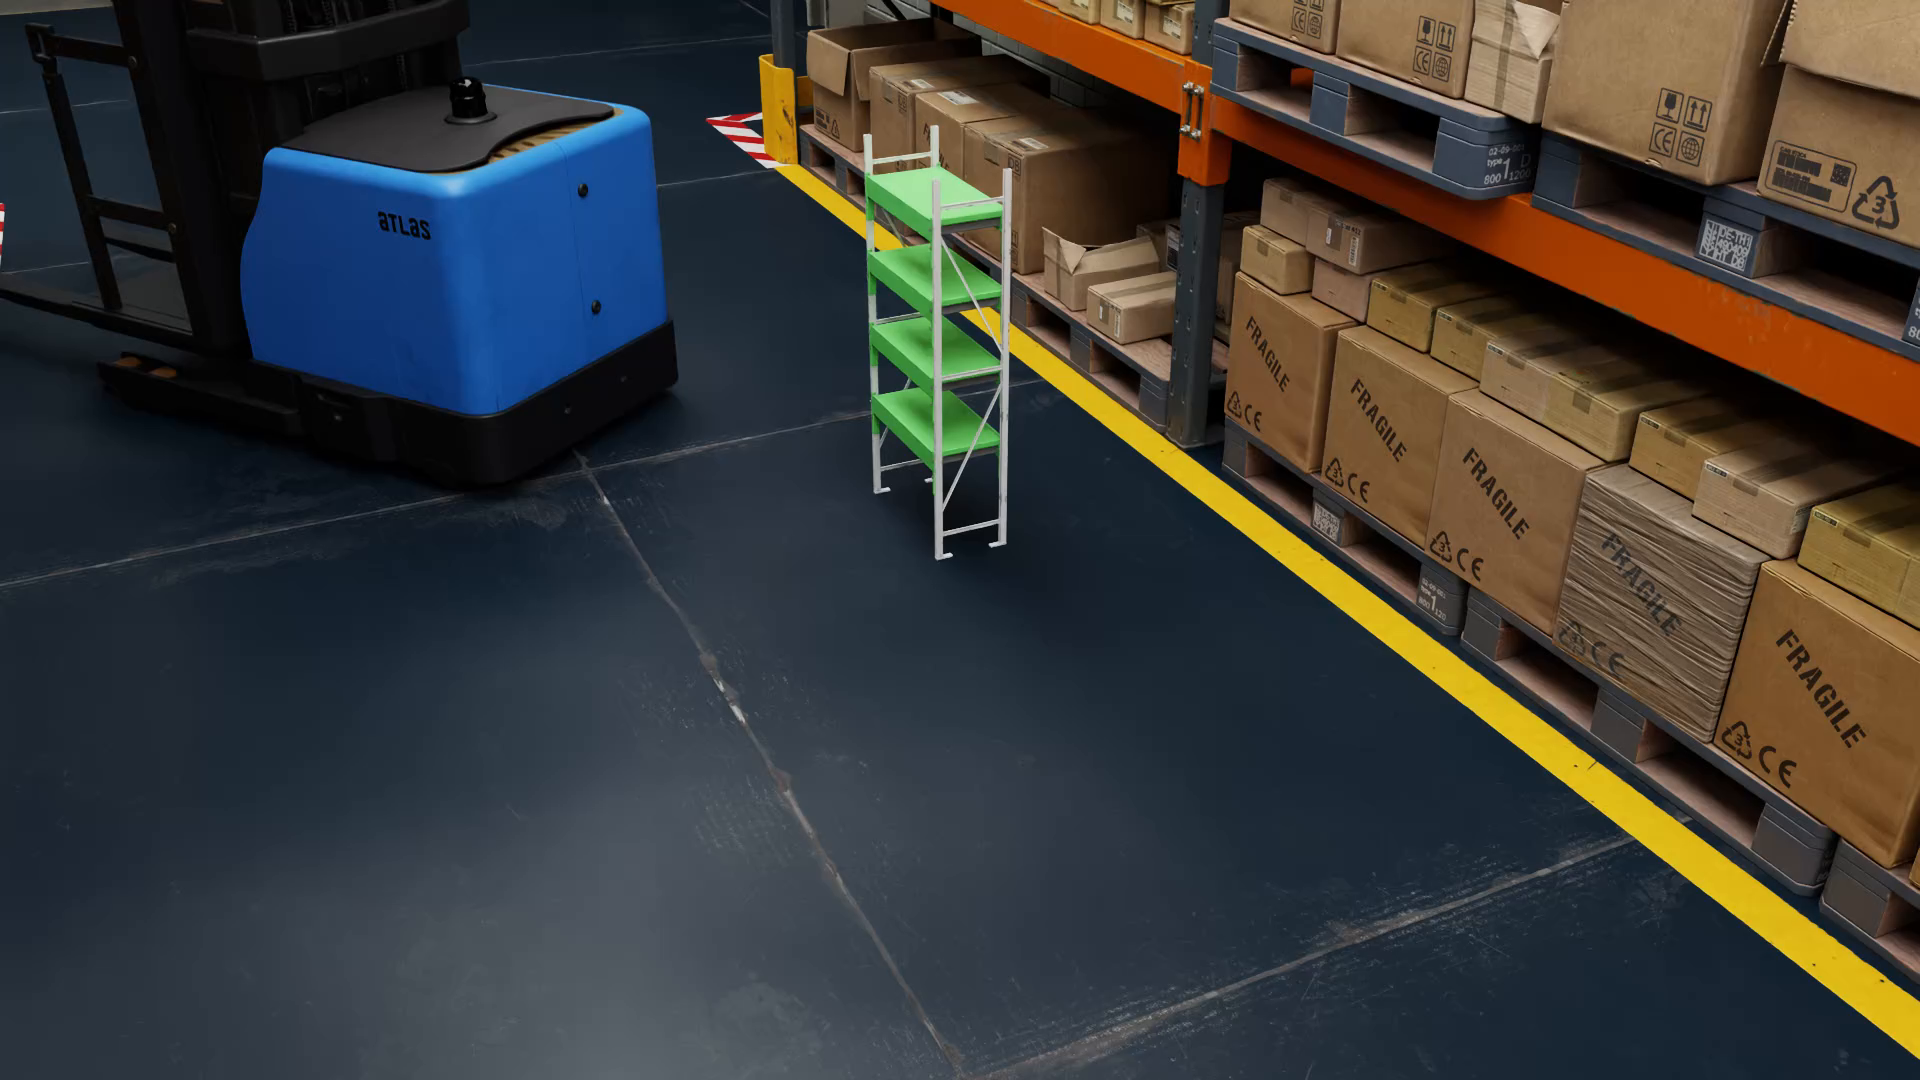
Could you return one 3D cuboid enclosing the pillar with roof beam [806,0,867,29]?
[{"bbox_3d":[-4.744,-6.607,7.832,9.100,9.000,0.400,-13,32,-22],"label":"pillar with roof beam"}]

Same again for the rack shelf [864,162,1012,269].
[{"bbox_3d":[-0.071,-0.959,4.883,0.258,0.148,0.480,-13,32,-22],"label":"rack shelf"}]

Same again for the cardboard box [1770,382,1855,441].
[{"bbox_3d":[2.298,-0.340,4.253,0.380,0.149,0.250,-14,32,-24],"label":"cardboard box"}]

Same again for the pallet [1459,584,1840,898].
[{"bbox_3d":[2.116,0.360,4.392,1.003,0.211,1.213,-13,32,-22],"label":"pallet"}]

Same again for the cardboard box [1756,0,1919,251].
[{"bbox_3d":[2.054,-0.891,3.237,0.797,0.503,0.637,-14,32,-23],"label":"cardboard box"}]

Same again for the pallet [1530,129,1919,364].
[{"bbox_3d":[2.083,-0.755,3.725,1.003,0.211,1.213,-13,32,-22],"label":"pallet"}]

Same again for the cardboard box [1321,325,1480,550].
[{"bbox_3d":[1.446,-0.346,4.927,0.500,0.500,0.500,-14,32,-23],"label":"cardboard box"}]

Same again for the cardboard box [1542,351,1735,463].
[{"bbox_3d":[1.735,-0.345,4.262,0.380,0.149,0.250,-12,31,-20],"label":"cardboard box"}]

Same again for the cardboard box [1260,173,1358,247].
[{"bbox_3d":[1.173,-1.051,5.217,0.380,0.149,0.250,-14,32,-23],"label":"cardboard box"}]

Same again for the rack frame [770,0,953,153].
[{"bbox_3d":[-0.513,-3.514,8.450,1.000,3.000,0.127,-13,32,-22],"label":"rack frame"}]

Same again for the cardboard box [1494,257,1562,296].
[{"bbox_3d":[1.853,-0.800,5.074,0.380,0.149,0.250,-13,32,-21],"label":"cardboard box"}]

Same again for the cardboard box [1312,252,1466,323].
[{"bbox_3d":[1.307,-0.803,5.078,0.380,0.149,0.250,-14,32,-23],"label":"cardboard box"}]

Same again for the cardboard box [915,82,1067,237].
[{"bbox_3d":[0.133,-1.677,7.300,0.500,0.500,0.500,-12,32,-21],"label":"cardboard box"}]

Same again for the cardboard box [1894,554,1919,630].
[{"bbox_3d":[2.190,0.113,3.445,0.380,0.149,0.250,-12,31,-21],"label":"cardboard box"}]

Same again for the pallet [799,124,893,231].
[{"bbox_3d":[-0.137,-1.912,8.445,1.003,0.211,1.213,-13,32,-22],"label":"pallet"}]

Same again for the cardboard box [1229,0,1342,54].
[{"bbox_3d":[1.210,-1.713,4.707,0.700,0.500,0.500,-12,32,-21],"label":"cardboard box"}]

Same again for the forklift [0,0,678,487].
[{"bbox_3d":[-2.591,-1.954,5.738,3.031,2.935,1.130,15,32,24],"label":"forklift"}]

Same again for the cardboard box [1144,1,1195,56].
[{"bbox_3d":[0.840,-1.726,5.517,0.380,0.149,0.250,-13,32,-21],"label":"cardboard box"}]

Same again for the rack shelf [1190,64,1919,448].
[{"bbox_3d":[2.063,-0.550,3.900,1.077,0.370,4.000,-13,32,-22],"label":"rack shelf"}]

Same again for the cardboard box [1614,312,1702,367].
[{"bbox_3d":[2.056,-0.560,4.645,0.380,0.149,0.250,-12,32,-21],"label":"cardboard box"}]

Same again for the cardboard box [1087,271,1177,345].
[{"bbox_3d":[0.700,-0.871,6.223,0.380,0.149,0.250,-14,32,-23],"label":"cardboard box"}]

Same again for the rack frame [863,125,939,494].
[{"bbox_3d":[-0.176,-0.704,5.279,0.240,1.200,0.015,-13,32,-22],"label":"rack frame"}]

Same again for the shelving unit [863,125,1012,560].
[{"bbox_3d":[-0.071,-0.596,5.087,0.258,1.200,0.503,-13,32,-22],"label":"shelving unit"}]

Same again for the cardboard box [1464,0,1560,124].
[{"bbox_3d":[1.454,-1.178,3.991,0.396,0.266,0.258,-12,31,-20],"label":"cardboard box"}]

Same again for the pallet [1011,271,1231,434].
[{"bbox_3d":[0.911,-0.835,6.523,1.003,0.211,1.213,-13,32,-22],"label":"pallet"}]

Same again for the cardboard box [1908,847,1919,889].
[{"bbox_3d":[2.341,0.562,3.308,0.500,0.500,0.500,-14,32,-23],"label":"cardboard box"}]

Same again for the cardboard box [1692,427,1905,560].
[{"bbox_3d":[1.937,-0.113,3.847,0.380,0.149,0.250,-15,32,-24],"label":"cardboard box"}]

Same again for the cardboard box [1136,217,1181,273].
[{"bbox_3d":[0.948,-1.220,6.844,0.380,0.149,0.250,-14,32,-23],"label":"cardboard box"}]

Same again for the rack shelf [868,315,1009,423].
[{"bbox_3d":[-0.071,-0.541,5.118,0.258,0.148,0.480,-13,32,-22],"label":"rack shelf"}]

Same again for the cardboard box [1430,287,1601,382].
[{"bbox_3d":[1.557,-0.573,4.669,0.380,0.149,0.250,-14,32,-23],"label":"cardboard box"}]

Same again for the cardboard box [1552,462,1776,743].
[{"bbox_3d":[1.874,0.106,4.121,0.500,0.500,0.500,-14,32,-24],"label":"cardboard box"}]

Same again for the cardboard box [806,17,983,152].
[{"bbox_3d":[-0.336,-2.318,8.441,0.797,0.503,0.637,-14,32,-24],"label":"cardboard box"}]

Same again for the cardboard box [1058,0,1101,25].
[{"bbox_3d":[0.575,-1.946,5.910,0.380,0.149,0.250,-12,32,-21],"label":"cardboard box"}]
